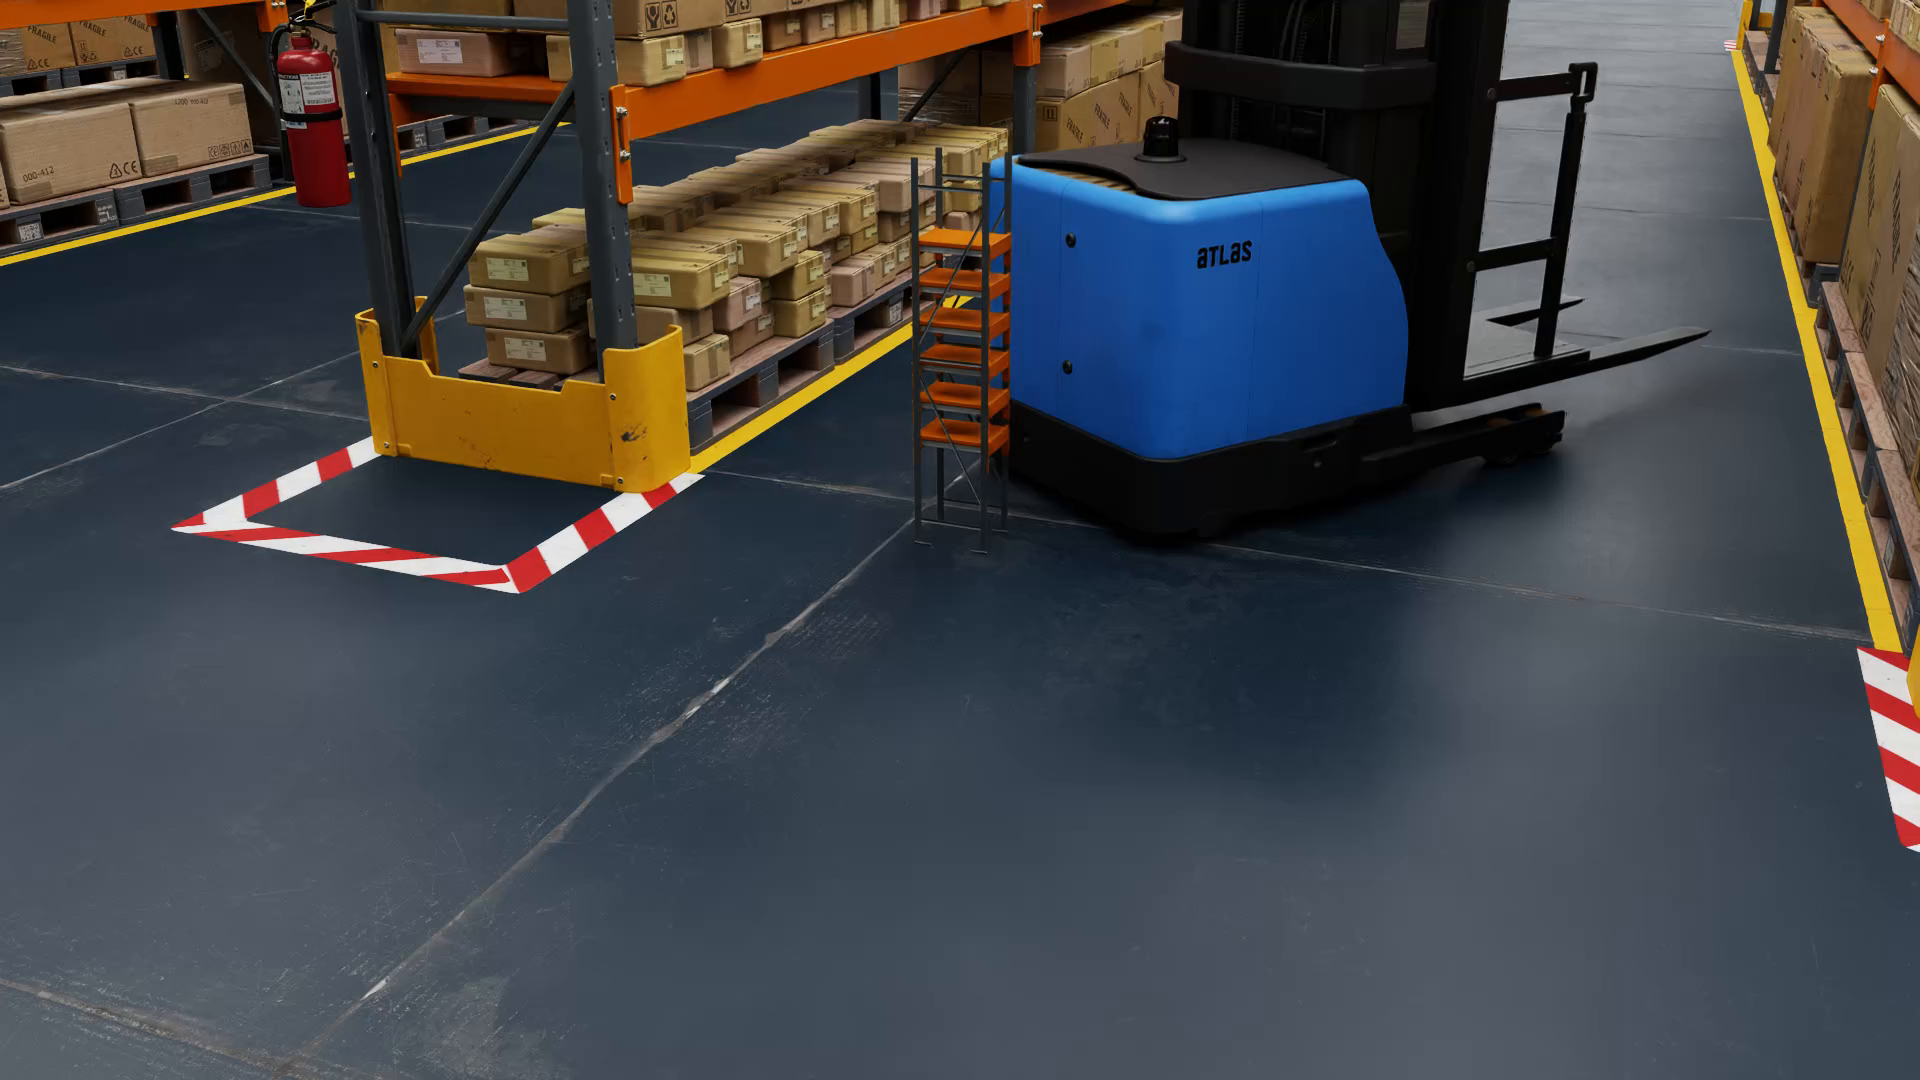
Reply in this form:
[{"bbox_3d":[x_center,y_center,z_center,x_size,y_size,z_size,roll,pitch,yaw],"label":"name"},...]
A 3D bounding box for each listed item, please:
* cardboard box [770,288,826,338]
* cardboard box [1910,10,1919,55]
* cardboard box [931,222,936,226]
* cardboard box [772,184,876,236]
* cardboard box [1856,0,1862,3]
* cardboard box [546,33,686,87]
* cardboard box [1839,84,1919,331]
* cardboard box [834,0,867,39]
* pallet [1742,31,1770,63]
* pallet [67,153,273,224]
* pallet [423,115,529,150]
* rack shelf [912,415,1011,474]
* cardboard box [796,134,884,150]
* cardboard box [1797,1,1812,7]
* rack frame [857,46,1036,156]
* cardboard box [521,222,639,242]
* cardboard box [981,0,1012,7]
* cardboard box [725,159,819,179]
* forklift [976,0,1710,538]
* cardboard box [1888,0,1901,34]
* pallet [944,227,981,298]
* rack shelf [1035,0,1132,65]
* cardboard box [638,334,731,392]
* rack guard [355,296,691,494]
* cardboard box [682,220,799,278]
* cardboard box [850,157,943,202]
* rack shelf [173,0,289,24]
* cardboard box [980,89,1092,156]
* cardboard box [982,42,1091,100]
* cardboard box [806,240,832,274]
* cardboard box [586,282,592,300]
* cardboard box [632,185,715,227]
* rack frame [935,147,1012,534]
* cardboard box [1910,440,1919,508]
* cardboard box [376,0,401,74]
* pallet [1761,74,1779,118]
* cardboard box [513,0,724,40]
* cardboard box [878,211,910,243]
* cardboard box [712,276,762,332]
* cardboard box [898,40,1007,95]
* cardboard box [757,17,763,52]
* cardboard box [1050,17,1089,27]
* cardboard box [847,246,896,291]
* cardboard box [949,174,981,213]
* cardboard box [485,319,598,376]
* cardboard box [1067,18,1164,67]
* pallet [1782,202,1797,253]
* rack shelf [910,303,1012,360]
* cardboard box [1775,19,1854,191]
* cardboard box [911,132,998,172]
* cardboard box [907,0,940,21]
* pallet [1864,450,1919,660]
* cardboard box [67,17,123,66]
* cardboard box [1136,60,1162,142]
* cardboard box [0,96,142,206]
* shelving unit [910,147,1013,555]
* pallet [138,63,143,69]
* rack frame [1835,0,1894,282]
[{"bbox_3d":[-0.770,-0.942,6.768,0.380,0.149,0.250,9,24,21],"label":"cardboard box"},{"bbox_3d":[3.778,-1.879,6.184,0.380,0.149,0.250,8,24,19],"label":"cardboard box"},{"bbox_3d":[-0.332,-1.510,8.127,0.380,0.149,0.250,8,24,19],"label":"cardboard box"},{"bbox_3d":[-0.585,-1.417,7.132,0.380,0.149,0.250,9,24,21],"label":"cardboard box"},{"bbox_3d":[4.786,-2.953,8.298,0.500,0.500,0.500,8,24,19],"label":"cardboard box"},{"bbox_3d":[-1.141,-1.604,5.525,0.380,0.149,0.250,9,24,20],"label":"cardboard box"},{"bbox_3d":[4.169,-1.325,6.742,0.875,0.875,0.875,9,24,20],"label":"cardboard box"},{"bbox_3d":[-0.608,-2.170,6.879,0.380,0.149,0.250,10,25,22],"label":"cardboard box"},{"bbox_3d":[8.583,-5.031,17.020,1.003,0.211,1.213,9,24,20],"label":"pallet"},{"bbox_3d":[-5.068,-2.207,10.261,1.003,0.211,1.213,9,24,20],"label":"pallet"},{"bbox_3d":[-4.045,-3.193,12.621,1.003,0.211,1.213,9,24,20],"label":"pallet"},{"bbox_3d":[0.005,-0.296,5.141,0.258,0.103,0.180,9,24,20],"label":"rack shelf"},{"bbox_3d":[-0.605,-1.954,8.418,0.380,0.149,0.250,8,24,19],"label":"cardboard box"},{"bbox_3d":[7.851,-4.583,15.028,0.500,0.500,0.500,18,29,37],"label":"cardboard box"},{"bbox_3d":[-0.079,-3.083,8.738,1.000,3.000,0.127,9,24,20],"label":"rack frame"},{"bbox_3d":[-1.457,-1.111,6.401,0.380,0.149,0.250,9,24,21],"label":"cardboard box"},{"bbox_3d":[0.037,-2.723,8.203,0.380,0.149,0.250,8,24,19],"label":"cardboard box"},{"bbox_3d":[-0.876,-1.669,7.735,0.380,0.149,0.250,8,24,18],"label":"cardboard box"},{"bbox_3d":[1.569,-1.775,5.697,3.031,2.935,1.130,-14,27,-30],"label":"forklift"},{"bbox_3d":[4.069,-2.162,6.860,0.380,0.149,0.250,9,24,20],"label":"cardboard box"},{"bbox_3d":[-0.296,-1.550,8.688,1.003,0.211,1.213,9,24,20],"label":"pallet"},{"bbox_3d":[0.663,-3.466,10.590,1.077,0.370,4.000,9,24,20],"label":"rack shelf"},{"bbox_3d":[-1.073,-0.671,6.119,0.380,0.149,0.250,9,24,21],"label":"cardboard box"},{"bbox_3d":[-1.537,-0.525,5.858,1.175,0.500,0.348,9,24,20],"label":"rack guard"},{"bbox_3d":[-0.852,-1.130,6.447,0.380,0.149,0.250,9,24,20],"label":"cardboard box"},{"bbox_3d":[-0.298,-1.692,7.790,0.380,0.149,0.250,8,24,17],"label":"cardboard box"},{"bbox_3d":[-3.970,-4.139,12.200,1.077,0.370,4.000,9,24,20],"label":"rack shelf"},{"bbox_3d":[0.441,-2.349,9.681,0.500,0.500,0.500,10,25,22],"label":"cardboard box"},{"bbox_3d":[0.440,-2.696,9.537,0.500,0.250,0.500,8,24,18],"label":"cardboard box"},{"bbox_3d":[-0.763,-1.192,6.981,0.380,0.149,0.250,8,24,18],"label":"cardboard box"},{"bbox_3d":[-1.487,-0.982,6.478,0.380,0.149,0.250,8,24,19],"label":"cardboard box"},{"bbox_3d":[-1.276,-1.410,7.116,0.380,0.149,0.250,10,25,22],"label":"cardboard box"},{"bbox_3d":[0.039,-0.592,5.110,0.240,1.200,0.006,9,24,20],"label":"rack frame"},{"bbox_3d":[3.166,-0.359,4.429,0.875,0.875,0.875,9,24,20],"label":"cardboard box"},{"bbox_3d":[-4.229,-3.526,12.012,0.875,0.875,0.875,10,24,22],"label":"cardboard box"},{"bbox_3d":[7.172,-3.634,13.675,1.003,0.211,1.213,9,24,20],"label":"pallet"},{"bbox_3d":[-1.142,-1.956,5.524,0.500,0.500,0.500,10,25,23],"label":"cardboard box"},{"bbox_3d":[-0.452,-1.480,7.670,0.380,0.149,0.250,8,24,18],"label":"cardboard box"},{"bbox_3d":[-0.978,-0.907,6.298,0.380,0.149,0.250,9,24,20],"label":"cardboard box"},{"bbox_3d":[-0.038,-2.772,9.719,0.500,0.250,0.500,8,24,19],"label":"cardboard box"},{"bbox_3d":[-0.966,-1.902,6.238,0.380,0.149,0.250,10,25,23],"label":"cardboard box"},{"bbox_3d":[0.541,-3.331,11.059,0.500,0.250,0.500,9,24,20],"label":"cardboard box"},{"bbox_3d":[-0.511,-1.227,7.449,0.380,0.149,0.250,9,24,20],"label":"cardboard box"},{"bbox_3d":[-0.073,-1.743,8.299,0.380,0.149,0.250,8,24,18],"label":"cardboard box"},{"bbox_3d":[-1.563,-0.748,6.302,0.380,0.149,0.250,9,24,21],"label":"cardboard box"},{"bbox_3d":[1.015,-3.256,10.879,0.500,0.250,0.500,9,24,21],"label":"cardboard box"},{"bbox_3d":[5.156,-1.775,9.225,1.003,0.211,1.213,9,24,20],"label":"pallet"},{"bbox_3d":[0.005,-0.629,5.002,0.258,0.103,0.180,9,24,20],"label":"rack shelf"},{"bbox_3d":[5.360,-2.419,9.362,1.225,0.875,0.875,9,24,20],"label":"cardboard box"},{"bbox_3d":[-0.028,-1.974,8.465,0.380,0.149,0.250,9,24,21],"label":"cardboard box"},{"bbox_3d":[-0.309,-2.446,7.540,0.380,0.149,0.250,8,24,18],"label":"cardboard box"},{"bbox_3d":[3.227,0.085,4.774,1.003,0.211,1.213,9,24,20],"label":"pallet"},{"bbox_3d":[-7.990,-4.576,15.013,0.500,0.500,0.500,8,24,19],"label":"cardboard box"},{"bbox_3d":[1.027,-2.905,11.010,0.500,0.500,0.500,8,24,18],"label":"cardboard box"},{"bbox_3d":[-5.378,-2.237,9.493,0.875,0.438,0.875,8,24,18],"label":"cardboard box"},{"bbox_3d":[0.005,-0.559,5.031,0.258,1.200,0.189,9,24,20],"label":"shelving unit"},{"bbox_3d":[-7.495,-4.898,16.702,1.003,0.211,1.213,9,24,20],"label":"pallet"},{"bbox_3d":[4.488,-2.336,6.951,1.000,3.000,0.127,9,24,20],"label":"rack frame"}]
